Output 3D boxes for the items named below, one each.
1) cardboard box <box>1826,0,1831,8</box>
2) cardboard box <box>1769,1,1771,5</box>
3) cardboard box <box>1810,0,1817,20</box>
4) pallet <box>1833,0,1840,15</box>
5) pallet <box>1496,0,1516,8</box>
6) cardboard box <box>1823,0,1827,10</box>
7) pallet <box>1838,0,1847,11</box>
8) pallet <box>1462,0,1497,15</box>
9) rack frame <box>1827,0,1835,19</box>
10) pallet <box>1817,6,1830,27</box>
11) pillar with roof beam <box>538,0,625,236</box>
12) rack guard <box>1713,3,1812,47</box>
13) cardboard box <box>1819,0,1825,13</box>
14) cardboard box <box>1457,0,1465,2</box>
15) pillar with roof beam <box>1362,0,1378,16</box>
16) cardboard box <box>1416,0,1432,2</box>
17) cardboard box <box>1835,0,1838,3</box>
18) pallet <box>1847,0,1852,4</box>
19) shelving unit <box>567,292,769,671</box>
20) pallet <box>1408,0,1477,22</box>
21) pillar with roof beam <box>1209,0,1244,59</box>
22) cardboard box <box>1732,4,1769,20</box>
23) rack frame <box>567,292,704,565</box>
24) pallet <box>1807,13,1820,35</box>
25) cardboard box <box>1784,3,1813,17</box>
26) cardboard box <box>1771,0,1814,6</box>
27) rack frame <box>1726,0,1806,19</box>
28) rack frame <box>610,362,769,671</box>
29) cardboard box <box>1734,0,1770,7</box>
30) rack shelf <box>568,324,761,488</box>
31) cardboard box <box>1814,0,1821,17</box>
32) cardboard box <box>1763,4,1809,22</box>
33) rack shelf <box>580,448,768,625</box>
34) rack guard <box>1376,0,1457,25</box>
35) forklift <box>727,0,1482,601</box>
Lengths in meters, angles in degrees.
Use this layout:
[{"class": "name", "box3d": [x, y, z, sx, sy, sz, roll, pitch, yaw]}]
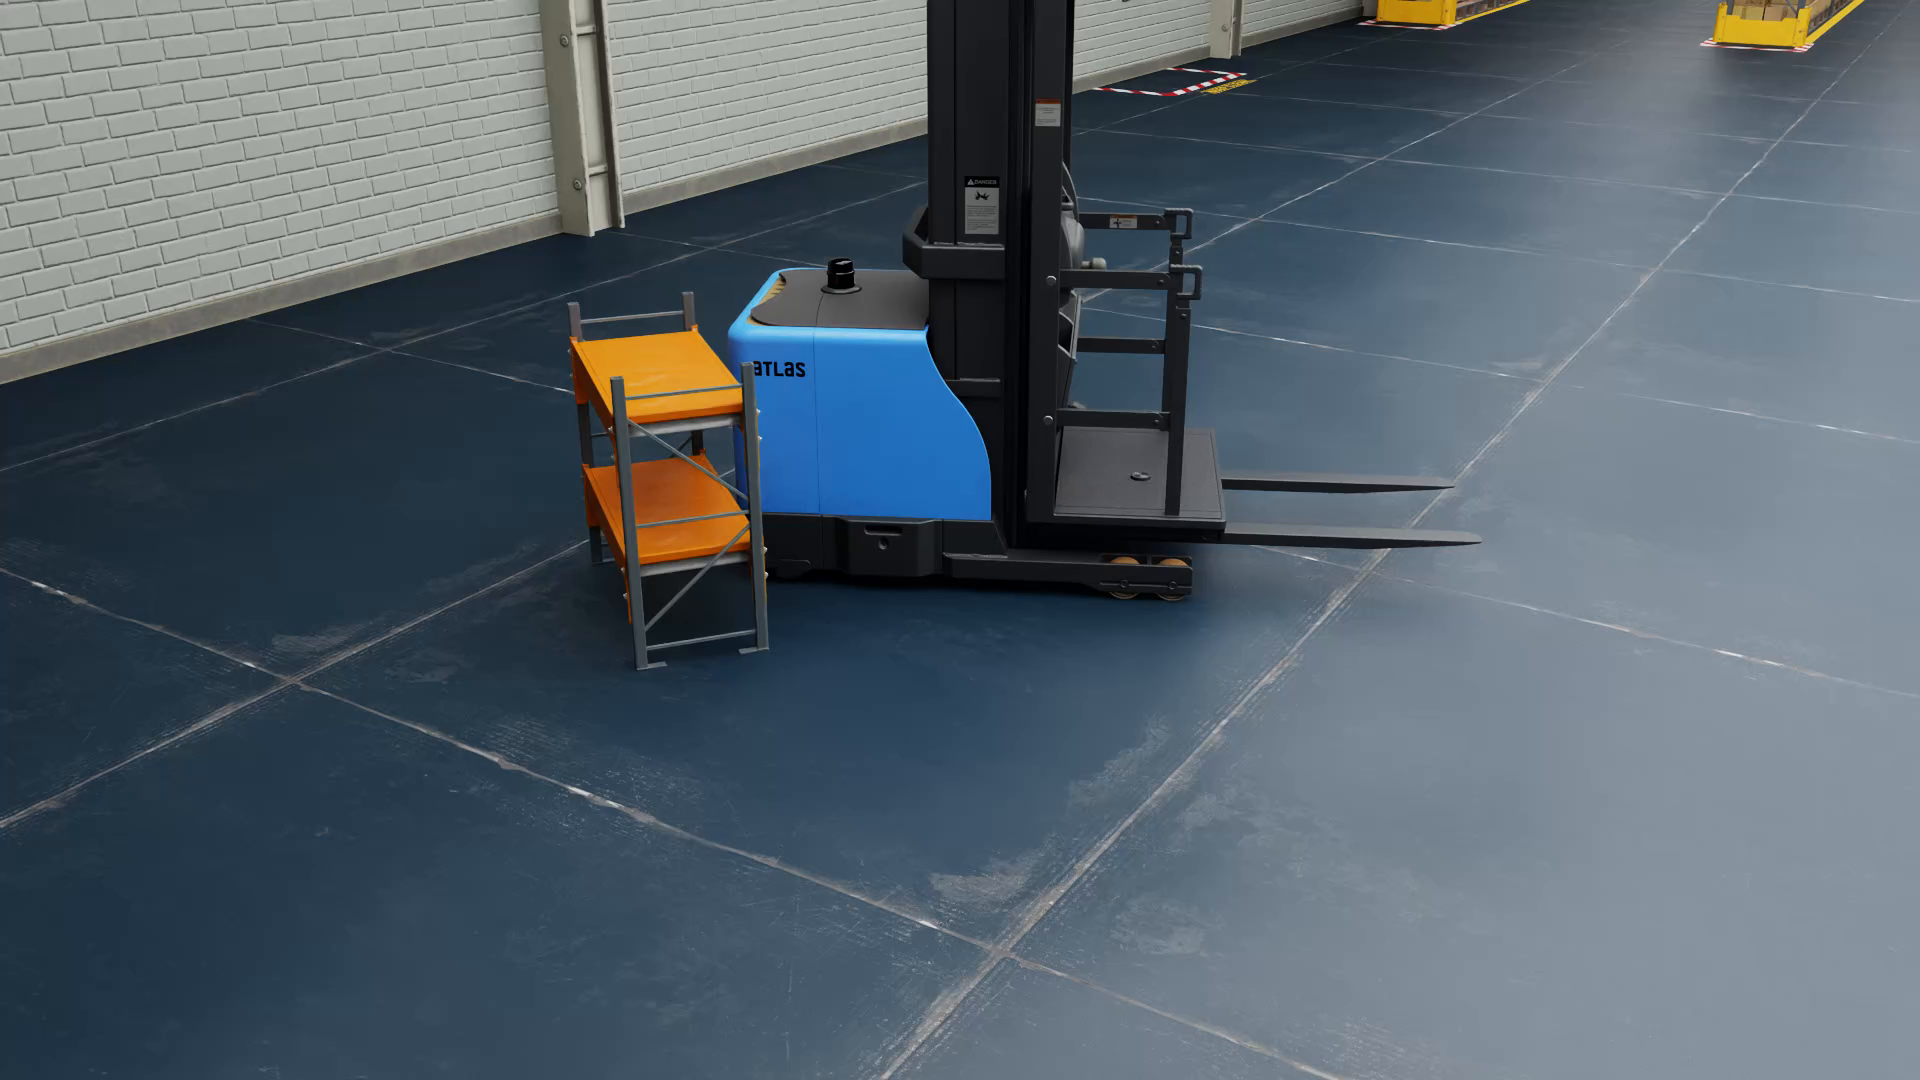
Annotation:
[{"class": "cardboard box", "box3d": [13.305, -8.462, 25.954, 0.500, 0.250, 0.500, 14, 27, 29]}, {"class": "cardboard box", "box3d": [11.539, -7.729, 24.260, 0.500, 0.250, 0.500, 14, 27, 29]}, {"class": "cardboard box", "box3d": [12.251, -7.787, 24.395, 0.500, 0.250, 0.500, 14, 27, 29]}, {"class": "pallet", "box3d": [13.719, -8.711, 27.106, 1.003, 0.211, 1.213, 14, 27, 29]}, {"class": "pallet", "box3d": [8.829, -9.257, 28.367, 1.003, 0.211, 1.213, 14, 27, 29]}, {"class": "cardboard box", "box3d": [13.033, -8.296, 25.569, 0.500, 0.250, 0.500, 14, 27, 29]}, {"class": "pallet", "box3d": [14.362, -9.124, 28.061, 1.003, 0.211, 1.213, 14, 27, 29]}, {"class": "pallet", "box3d": [8.187, -8.843, 27.412, 1.003, 0.211, 1.213, 14, 27, 29]}, {"class": "rack frame", "box3d": [13.364, -9.734, 25.959, 1.000, 3.000, 0.127, 14, 27, 29]}, {"class": "pallet", "box3d": [12.909, -8.194, 25.913, 1.003, 0.211, 1.213, 14, 27, 29]}, {"class": "pillar with roof beam", "box3d": [0.840, -5.614, 8.891, 9.100, 9.000, 0.400, 14, 27, 29]}, {"class": "rack guard", "box3d": [11.241, -7.228, 23.318, 1.175, 0.500, 0.348, 14, 27, 29]}, {"class": "cardboard box", "box3d": [12.782, -8.124, 25.172, 0.500, 0.250, 0.500, 14, 27, 29]}, {"class": "cardboard box", "box3d": [7.786, -8.796, 26.623, 0.500, 0.311, 0.500, 16, 28, 33]}, {"class": "pillar with roof beam", "box3d": [10.335, -11.689, 22.924, 9.100, 9.000, 0.400, 14, 27, 29]}, {"class": "cardboard box", "box3d": [7.485, -8.603, 26.178, 0.500, 0.311, 0.500, 11, 26, 23]}, {"class": "cardboard box", "box3d": [13.787, -8.749, 26.616, 0.500, 0.250, 0.500, 13, 27, 28]}, {"class": "pallet", "box3d": [15.007, -9.534, 29.009, 1.003, 0.211, 1.213, 14, 27, 29]}, {"class": "shelving unit", "box3d": [-1.140, -0.262, 6.439, 0.538, 1.125, 1.048, -8, 25, -19]}, {"class": "pallet", "box3d": [7.542, -8.433, 26.465, 1.003, 0.211, 1.213, 14, 27, 29]}, {"class": "pillar with roof beam", "box3d": [7.170, -9.664, 18.246, 9.100, 9.000, 0.400, 14, 27, 29]}, {"class": "cardboard box", "box3d": [11.286, -7.557, 23.864, 0.500, 0.250, 0.500, 14, 27, 29]}, {"class": "rack frame", "box3d": [-1.317, -0.451, 6.877, 0.500, 1.125, 0.032, -8, 25, -19]}, {"class": "pallet", "box3d": [12.266, -7.781, 24.958, 1.003, 0.211, 1.213, 14, 27, 29]}, {"class": "cardboard box", "box3d": [11.986, -7.618, 24.005, 0.500, 0.250, 0.500, 14, 27, 29]}, {"class": "cardboard box", "box3d": [11.988, -7.962, 23.855, 0.500, 0.500, 0.500, 14, 27, 29]}, {"class": "rack frame", "box3d": [11.254, -8.384, 22.840, 1.000, 3.000, 0.127, 14, 27, 29]}, {"class": "rack frame", "box3d": [-0.963, -0.073, 6.002, 0.500, 1.125, 0.032, -8, 25, -19]}, {"class": "cardboard box", "box3d": [11.284, -7.902, 23.716, 0.500, 0.500, 0.500, 14, 27, 29]}, {"class": "rack shelf", "box3d": [-1.140, -0.531, 6.323, 0.538, 0.278, 1.000, -8, 25, -19]}, {"class": "cardboard box", "box3d": [12.518, -7.955, 24.782, 0.500, 0.250, 0.500, 14, 27, 29]}, {"class": "cardboard box", "box3d": [11.726, -7.449, 23.614, 0.500, 0.250, 0.500, 14, 27, 29]}, {"class": "rack shelf", "box3d": [-1.140, -0.038, 6.536, 0.538, 0.278, 1.000, -8, 25, -19]}, {"class": "rack guard", "box3d": [7.084, -8.299, 25.791, 1.175, 0.500, 0.348, 14, 27, 29]}, {"class": "forklift", "box3d": [0.621, -1.322, 6.614, 3.031, 2.935, 1.130, 2, 23, 5]}]
